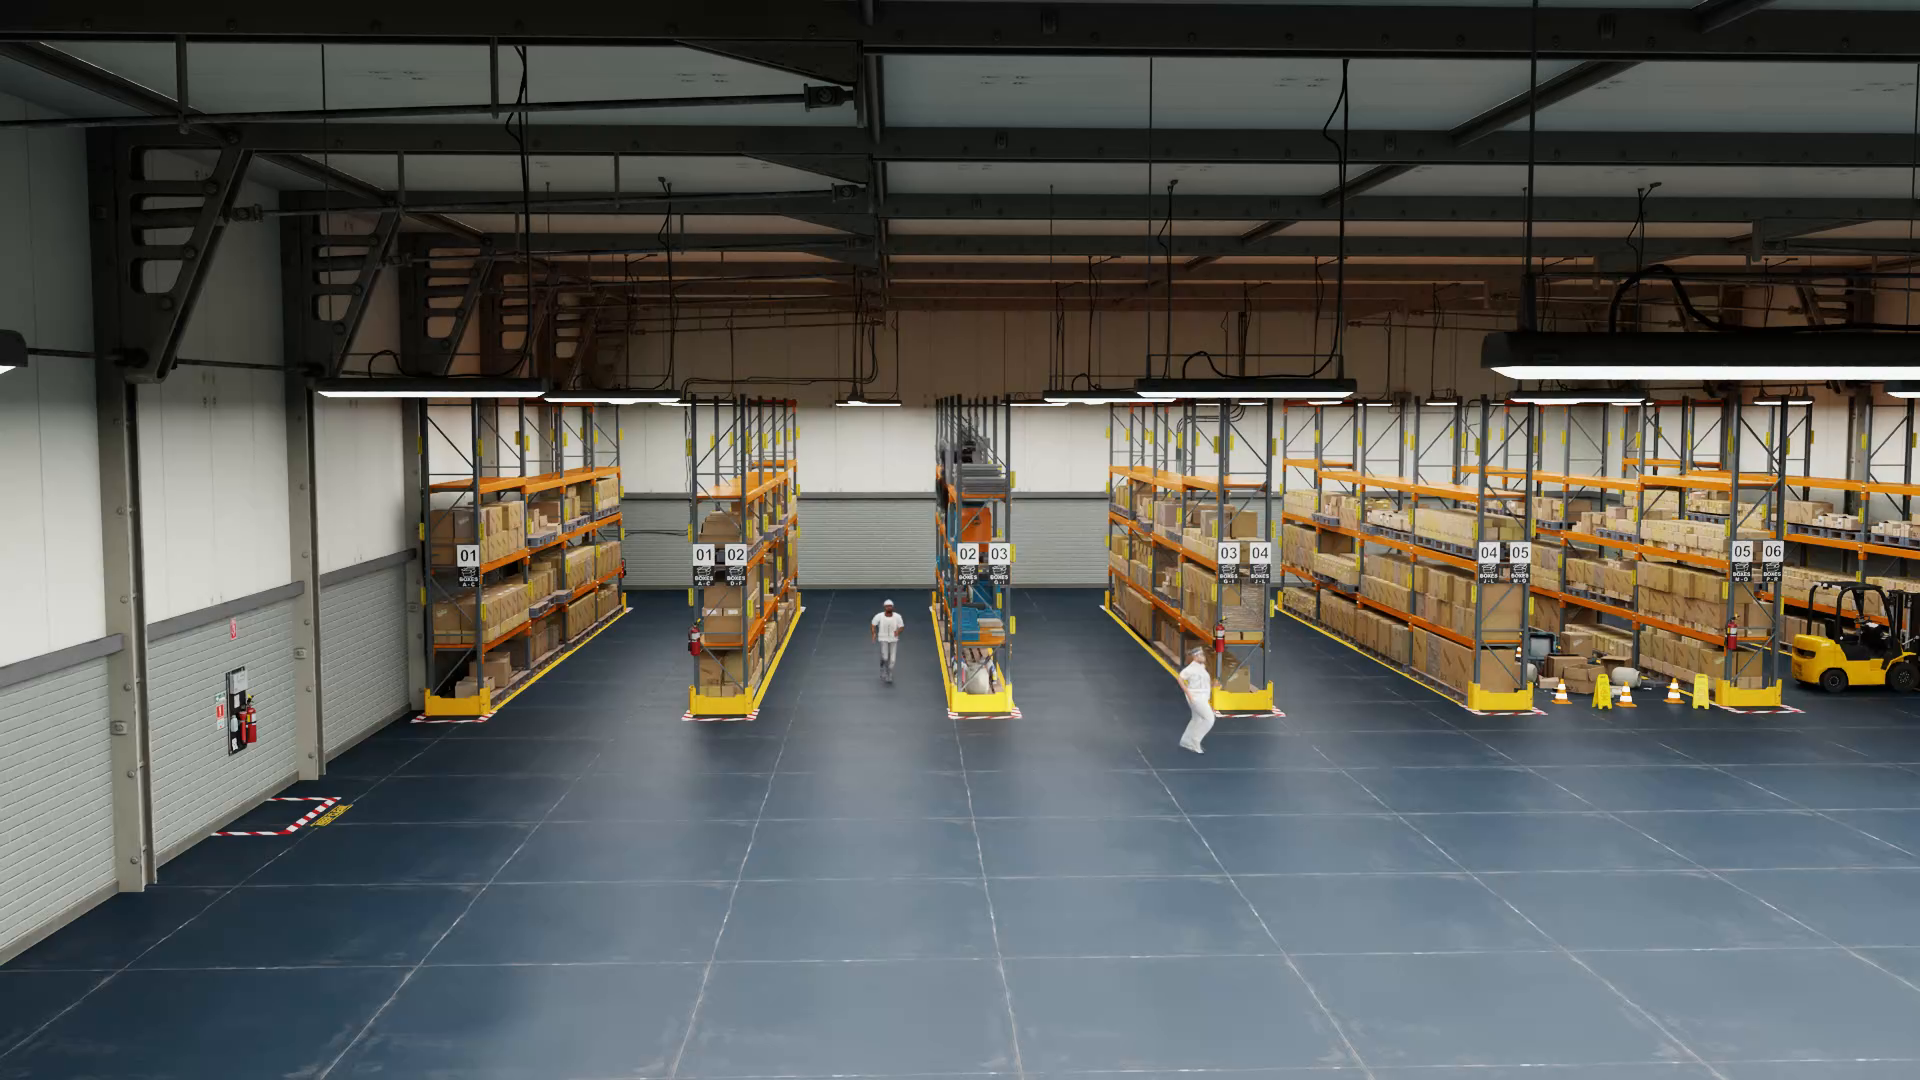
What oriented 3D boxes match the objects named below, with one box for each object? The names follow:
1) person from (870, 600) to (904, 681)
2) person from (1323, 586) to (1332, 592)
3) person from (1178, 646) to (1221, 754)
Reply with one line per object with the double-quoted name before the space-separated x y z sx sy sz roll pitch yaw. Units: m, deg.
"person" -1.500 2.115 34.805 0.690 1.721 0.597 -1 5 -10
"person" 11.003 1.027 49.158 0.738 1.675 0.676 0 4 0
"person" 3.998 2.666 27.721 0.713 1.801 0.636 2 5 22
